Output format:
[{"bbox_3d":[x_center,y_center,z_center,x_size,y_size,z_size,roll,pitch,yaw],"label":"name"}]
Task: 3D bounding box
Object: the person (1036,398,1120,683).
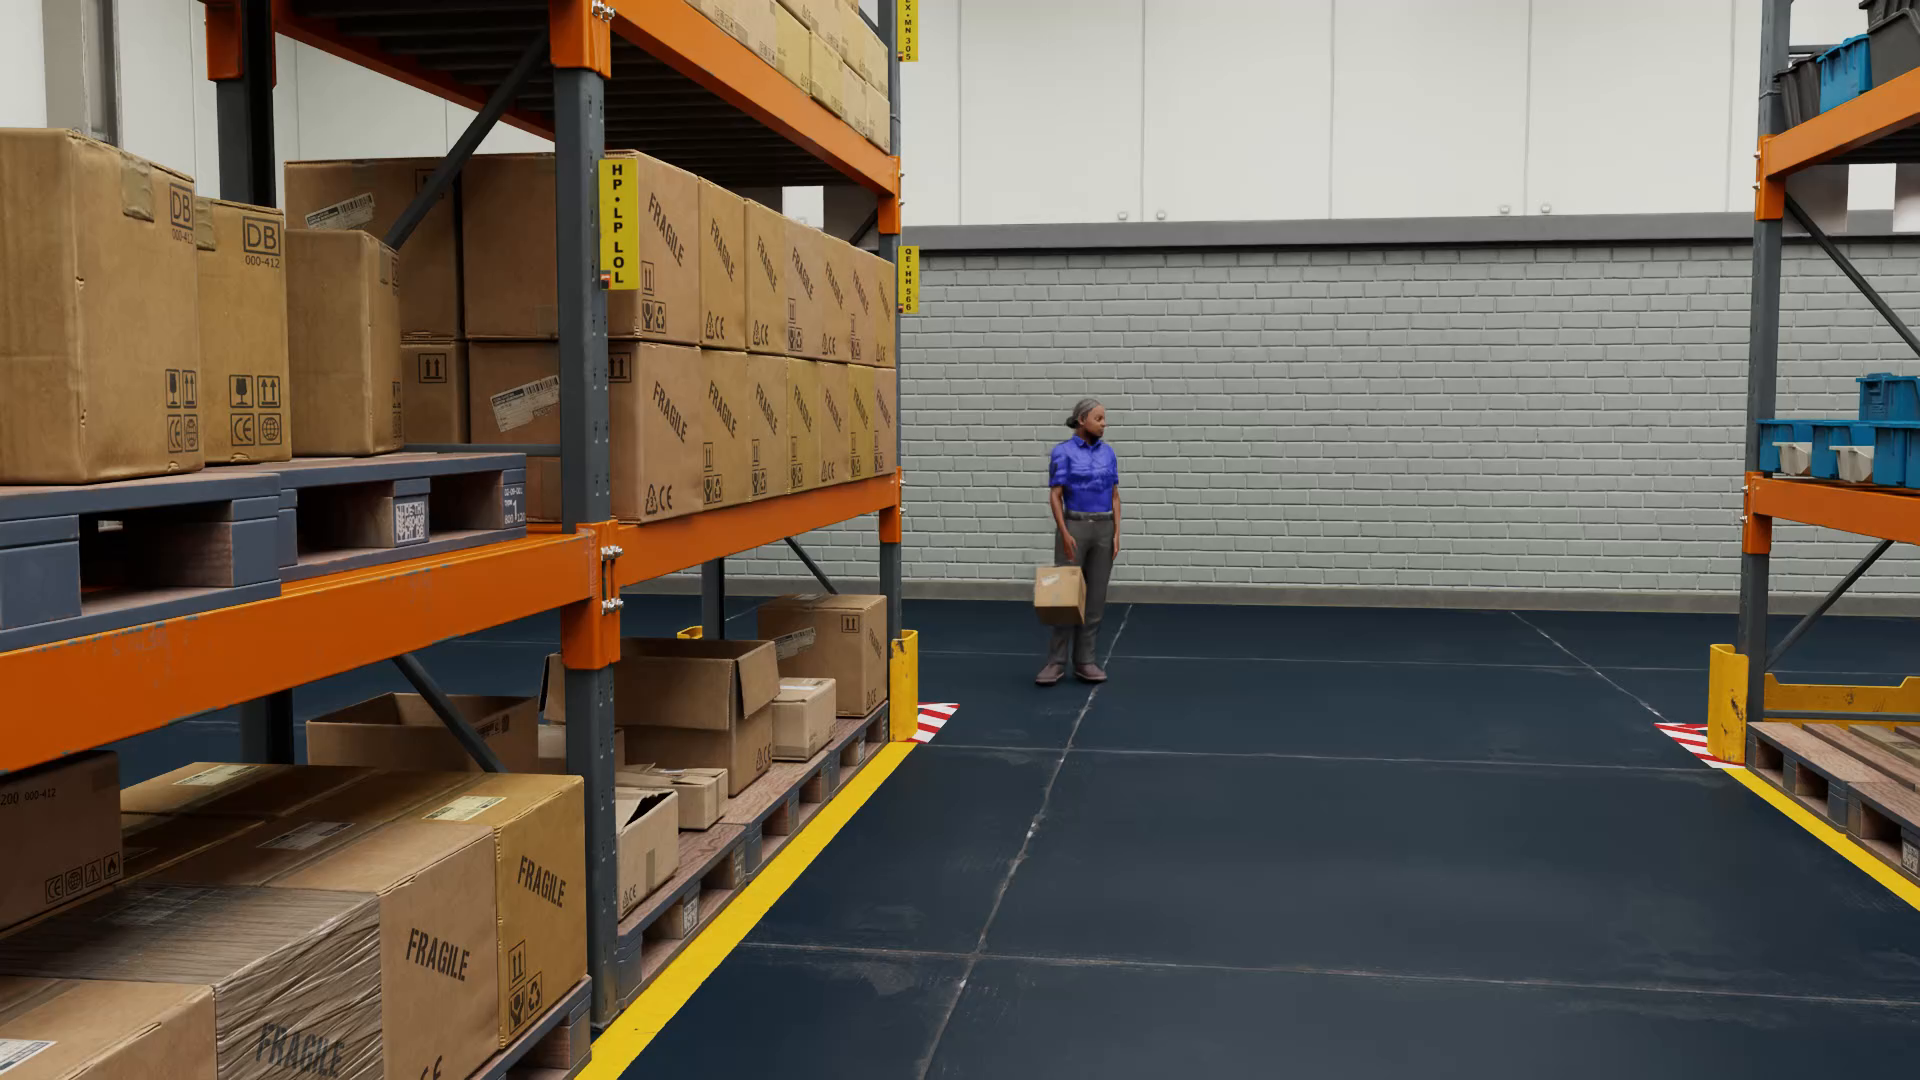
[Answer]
[{"bbox_3d":[0.708,0.003,9.749,0.568,1.667,0.355,-2,5,-23],"label":"person"}]
